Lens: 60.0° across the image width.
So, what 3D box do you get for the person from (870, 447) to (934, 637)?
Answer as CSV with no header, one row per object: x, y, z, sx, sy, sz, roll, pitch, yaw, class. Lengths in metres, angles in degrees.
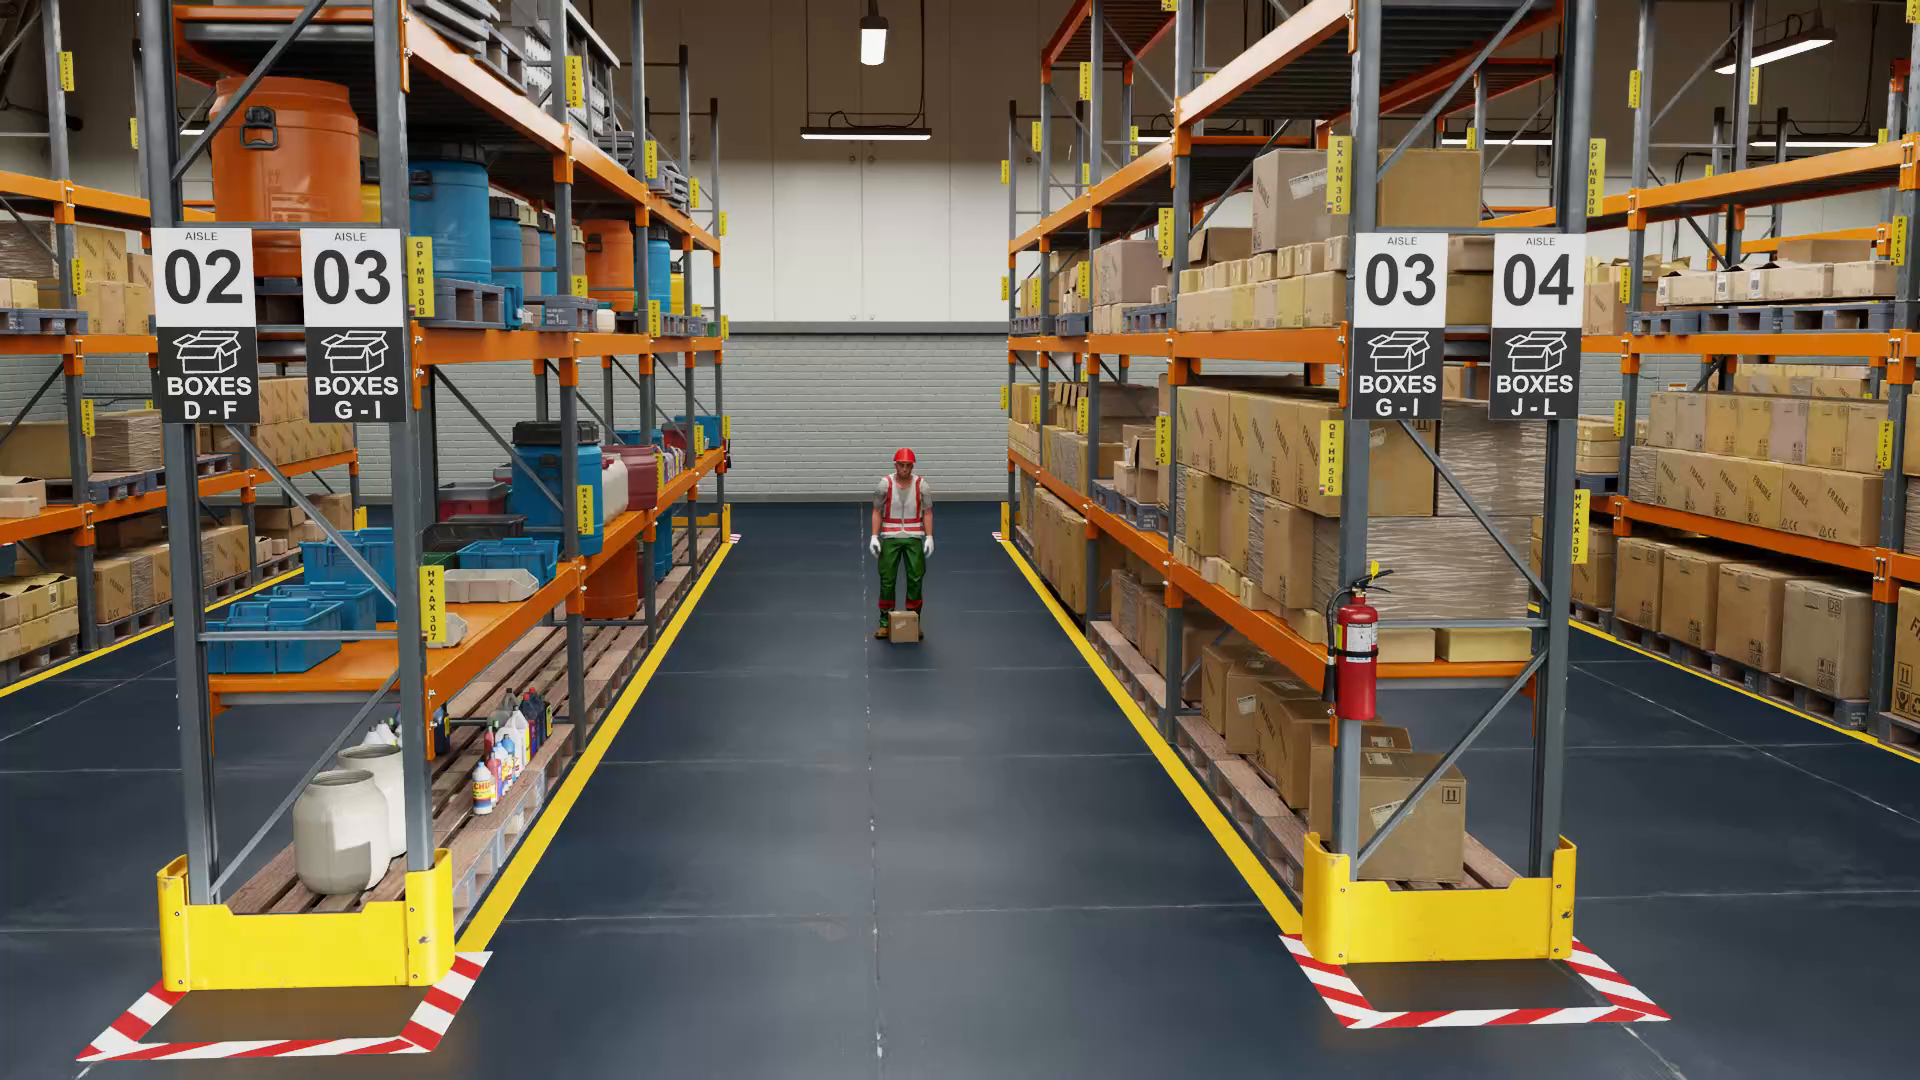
-0.542,0.018,15.528,0.604,1.778,0.453,0,7,-4,person
